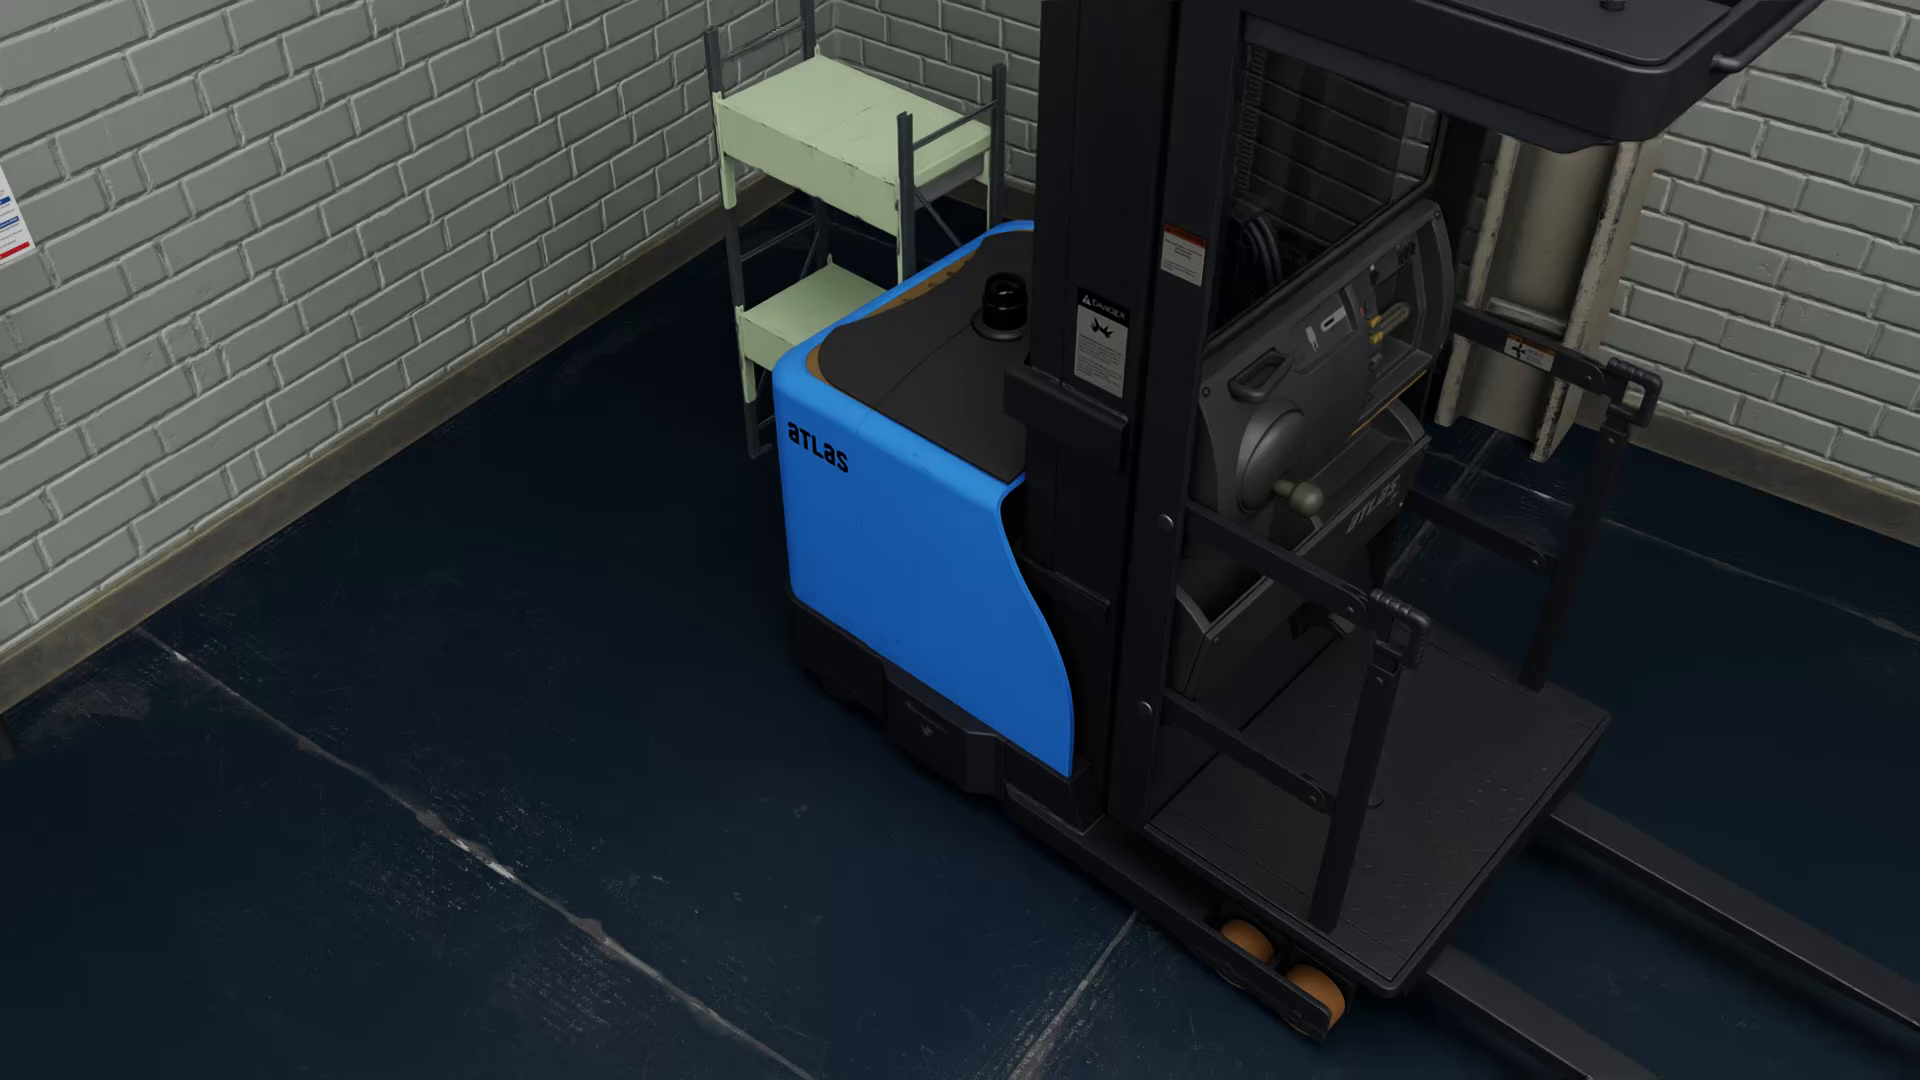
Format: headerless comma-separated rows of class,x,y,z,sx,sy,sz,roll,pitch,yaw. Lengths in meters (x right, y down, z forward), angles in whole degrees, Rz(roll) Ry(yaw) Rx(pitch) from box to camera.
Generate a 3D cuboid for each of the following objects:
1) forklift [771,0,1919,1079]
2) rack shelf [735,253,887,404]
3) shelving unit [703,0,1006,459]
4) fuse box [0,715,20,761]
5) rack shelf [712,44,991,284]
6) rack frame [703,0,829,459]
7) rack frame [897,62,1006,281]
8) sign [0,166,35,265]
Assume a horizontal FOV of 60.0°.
forklift,0.946,-0.322,3.412,3.031,2.935,1.130,31,50,30
rack shelf,-0.291,-0.527,5.203,0.720,0.370,0.431,31,50,30
shelving unit,-0.291,-0.770,4.986,0.755,1.500,0.431,31,50,30
fuse box,-2.589,-0.054,4.027,0.414,1.711,0.539,25,48,25
rack shelf,-0.291,-1.061,4.726,0.720,0.370,0.431,31,50,30
rack frame,-0.564,-0.933,5.168,0.023,1.500,0.400,31,50,30
rack frame,-0.018,-0.608,4.804,0.023,1.500,0.400,31,50,30
sign,-2.475,-0.847,4.019,0.001,0.494,0.329,25,48,25
